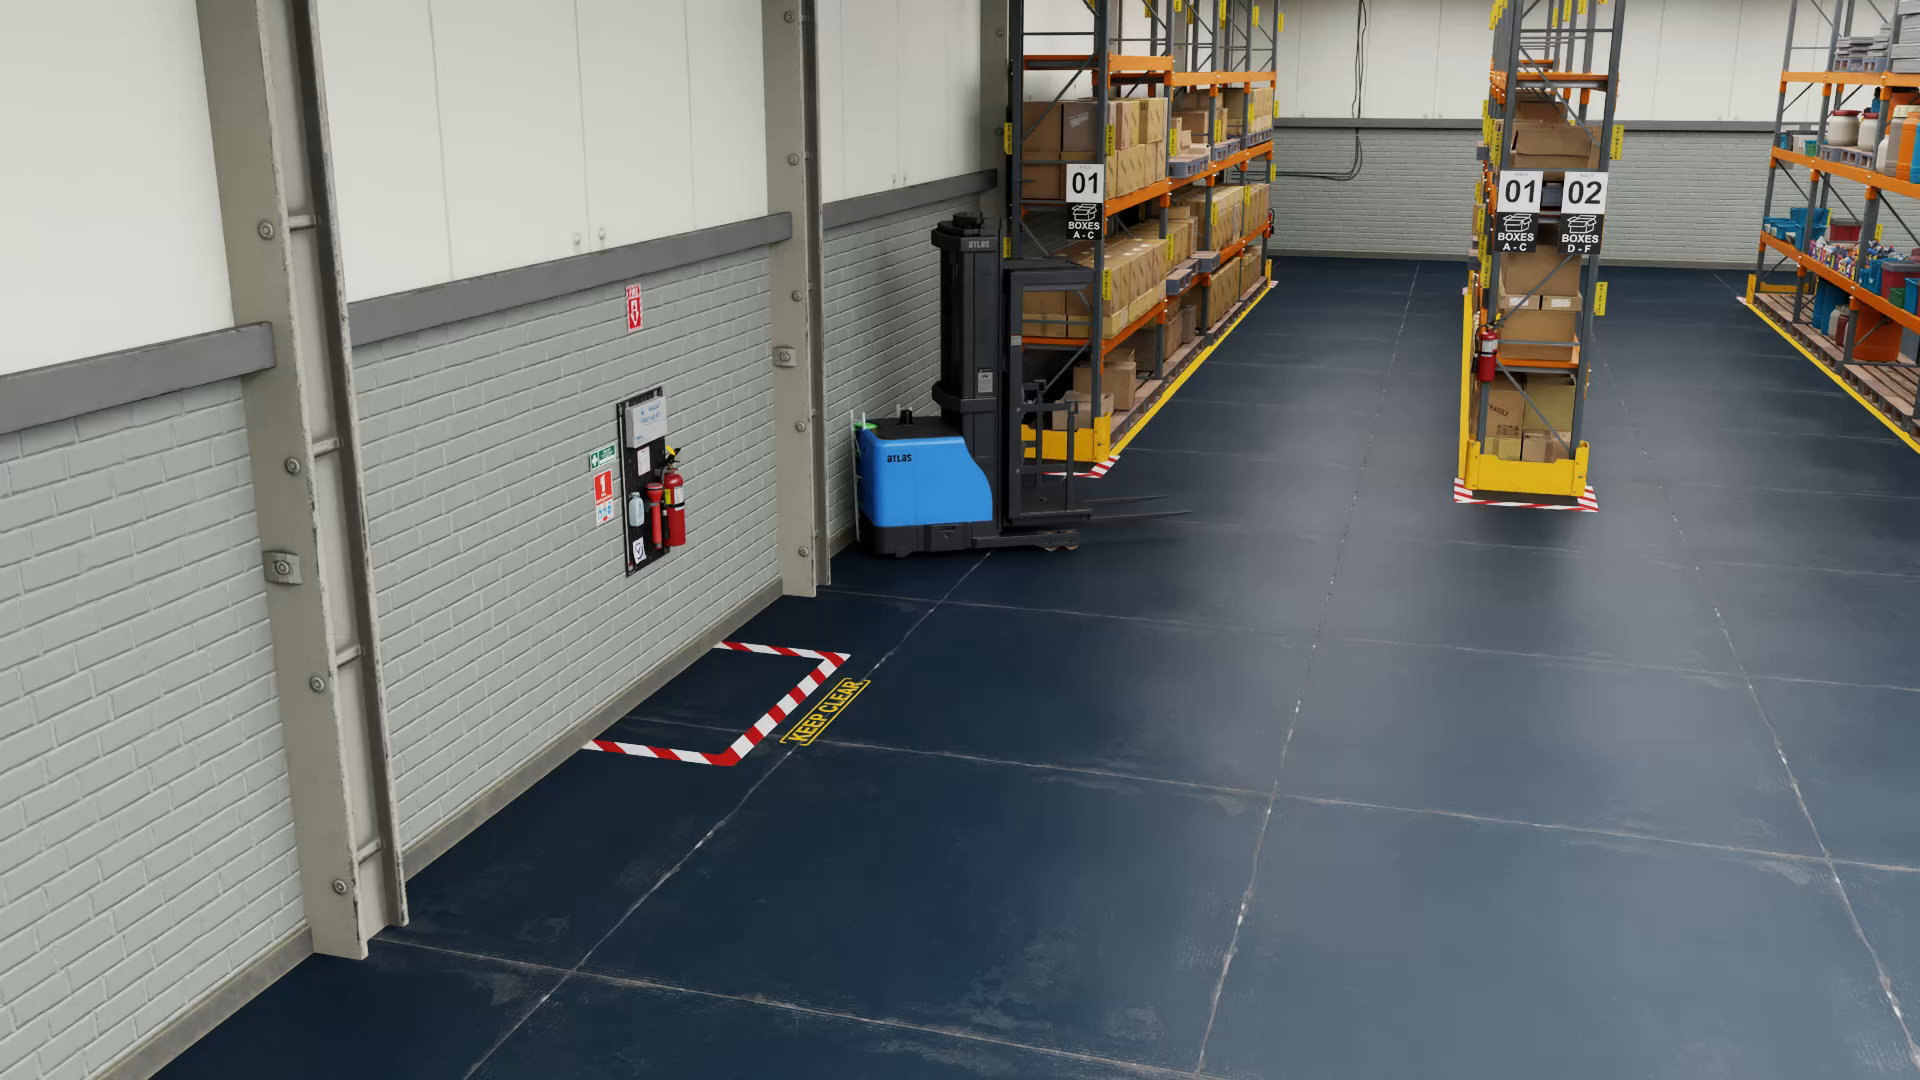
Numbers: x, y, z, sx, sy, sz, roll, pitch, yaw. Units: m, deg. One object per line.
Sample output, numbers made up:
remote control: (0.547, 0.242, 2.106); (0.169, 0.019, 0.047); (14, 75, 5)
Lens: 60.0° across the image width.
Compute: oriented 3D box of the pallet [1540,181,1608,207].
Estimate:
pallet: (6.024, -3.559, 16.964); (1.003, 0.211, 1.213); (5, 16, 16)

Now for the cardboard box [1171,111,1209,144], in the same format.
cardboard box: (3.504, -6.428, 25.930); (0.700, 0.500, 0.500); (4, 16, 13)

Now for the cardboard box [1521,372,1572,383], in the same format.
cardboard box: (6.434, -1.601, 18.292); (0.500, 0.500, 0.500); (5, 16, 16)

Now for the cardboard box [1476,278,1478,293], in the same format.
cardboard box: (8.411, -3.984, 26.199); (0.500, 0.250, 0.500); (4, 16, 15)

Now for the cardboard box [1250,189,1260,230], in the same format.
cardboard box: (5.038, -6.164, 30.937); (0.980, 0.700, 0.700); (4, 16, 13)

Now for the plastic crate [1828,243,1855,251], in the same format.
plastic crate: (14.226, -4.742, 26.845); (0.396, 0.136, 0.243); (5, 16, 16)

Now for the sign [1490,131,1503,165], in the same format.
sign: (5.282, -3.852, 16.358); (0.100, 0.325, 0.005); (5, 16, 16)

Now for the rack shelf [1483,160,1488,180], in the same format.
rack shelf: (8.640, -5.688, 25.629); (1.077, 0.370, 4.000); (5, 16, 16)

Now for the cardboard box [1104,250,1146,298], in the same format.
cardboard box: (1.910, -3.157, 19.748); (0.500, 0.500, 0.500); (5, 17, 18)

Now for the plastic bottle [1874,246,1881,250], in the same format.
plastic bottle: (13.907, -4.314, 25.190); (0.152, 0.276, 0.135); (5, 16, 16)

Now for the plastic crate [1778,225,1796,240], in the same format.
plastic crate: (14.248, -5.262, 28.503); (0.416, 0.233, 0.300); (5, 16, 16)

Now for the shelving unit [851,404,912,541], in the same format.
shelving unit: (-0.692, -0.602, 15.151); (0.503, 1.200, 0.258); (-10, 15, -31)

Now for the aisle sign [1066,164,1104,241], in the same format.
aisle sign: (1.315, -3.567, 17.564); (0.394, 0.787, 0.004); (5, 16, 16)

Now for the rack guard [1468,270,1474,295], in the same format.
rack guard: (10.324, -4.939, 31.746); (1.175, 0.500, 0.348); (5, 16, 16)

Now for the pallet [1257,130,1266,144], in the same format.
pallet: (5.049, -7.430, 30.612); (1.003, 0.211, 1.213); (5, 16, 16)

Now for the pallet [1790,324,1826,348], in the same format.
pallet: (13.697, -3.189, 26.108); (1.003, 0.211, 1.213); (5, 16, 16)

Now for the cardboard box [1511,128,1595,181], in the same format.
cardboard box: (5.966, -3.887, 16.746); (0.797, 0.503, 0.637); (6, 17, 20)

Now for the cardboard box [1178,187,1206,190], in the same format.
cardboard box: (3.935, -5.822, 28.139); (0.500, 0.250, 0.500); (5, 17, 17)

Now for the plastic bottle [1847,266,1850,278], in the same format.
plastic bottle: (12.642, -3.816, 23.569); (0.097, 0.201, 0.097); (0, 16, 0)

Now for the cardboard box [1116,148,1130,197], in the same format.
cardboard box: (1.569, -4.065, 18.367); (0.500, 0.500, 0.500); (6, 17, 20)

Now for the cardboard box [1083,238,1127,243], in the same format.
cardboard box: (1.851, -3.596, 21.296); (0.500, 0.500, 0.500); (4, 16, 15)

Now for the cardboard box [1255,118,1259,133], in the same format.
cardboard box: (5.066, -7.411, 29.708); (0.500, 0.250, 0.500); (4, 16, 15)

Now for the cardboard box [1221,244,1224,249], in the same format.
cardboard box: (4.144, -4.879, 27.377); (0.380, 0.149, 0.250); (5, 17, 18)

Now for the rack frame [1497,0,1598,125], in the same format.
rack frame: (6.935, -5.908, 19.587); (1.000, 3.000, 0.127); (5, 16, 16)

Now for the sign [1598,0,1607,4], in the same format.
sign: (7.460, -6.384, 19.264); (0.100, 0.325, 0.005); (5, 16, 16)

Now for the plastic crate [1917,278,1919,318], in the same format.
plastic crate: (11.527, -2.818, 19.570); (0.402, 0.464, 0.583); (5, 16, 16)

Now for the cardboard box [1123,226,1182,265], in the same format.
cardboard box: (2.685, -4.115, 23.273); (0.700, 0.500, 0.500); (7, 17, 24)

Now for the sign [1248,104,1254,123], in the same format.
sign: (4.981, -7.301, 28.474); (0.100, 0.325, 0.005); (5, 16, 16)

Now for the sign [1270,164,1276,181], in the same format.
sign: (6.111, -7.170, 32.474); (0.100, 0.325, 0.005); (5, 16, 16)

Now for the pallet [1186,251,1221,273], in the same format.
pallet: (3.221, -4.164, 24.786); (1.213, 0.211, 1.003); (5, 16, 16)

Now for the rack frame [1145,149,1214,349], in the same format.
rack frame: (3.321, -4.451, 25.446); (1.000, 3.000, 0.127); (5, 16, 16)

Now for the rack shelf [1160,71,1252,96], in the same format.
rack shelf: (3.890, -7.322, 26.625); (1.077, 0.370, 4.000); (5, 16, 16)

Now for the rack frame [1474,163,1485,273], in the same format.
rack frame: (10.345, -6.161, 31.475); (1.000, 3.000, 0.127); (5, 16, 16)

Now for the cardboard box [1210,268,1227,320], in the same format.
cardboard box: (3.911, -4.030, 27.131); (0.750, 0.750, 0.750); (5, 16, 16)

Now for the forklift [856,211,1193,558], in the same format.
forklift: (0.605, -1.450, 14.991); (3.031, 2.935, 1.130); (-4, 16, -13)

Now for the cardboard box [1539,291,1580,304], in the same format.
cardboard box: (6.189, -2.491, 17.162); (0.380, 0.149, 0.250); (4, 16, 14)

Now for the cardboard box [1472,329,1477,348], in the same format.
cardboard box: (7.207, -2.697, 22.503); (0.500, 0.311, 0.500); (4, 16, 15)

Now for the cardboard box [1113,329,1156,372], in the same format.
cardboard box: (2.378, -2.608, 22.721); (0.700, 0.500, 0.500); (5, 17, 18)

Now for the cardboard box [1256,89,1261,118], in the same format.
cardboard box: (5.069, -7.779, 29.631); (0.500, 0.500, 0.500); (4, 16, 15)

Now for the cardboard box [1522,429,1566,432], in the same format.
cardboard box: (6.302, -1.108, 17.930); (0.500, 0.250, 0.500); (5, 16, 16)

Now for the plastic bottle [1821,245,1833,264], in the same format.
plastic bottle: (13.197, -4.336, 25.267); (0.152, 0.276, 0.135); (5, 16, 16)

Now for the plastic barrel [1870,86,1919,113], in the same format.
plastic barrel: (13.618, -6.157, 24.276); (0.600, 0.901, 0.708); (5, 16, 16)

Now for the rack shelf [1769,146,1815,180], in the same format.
rack shelf: (14.525, -6.350, 27.961); (1.077, 0.370, 4.000); (5, 16, 16)

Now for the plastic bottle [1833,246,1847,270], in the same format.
plastic bottle: (12.936, -4.136, 24.424); (0.144, 0.351, 0.185); (5, 16, 16)

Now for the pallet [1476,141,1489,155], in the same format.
pallet: (8.956, -6.302, 26.819); (1.213, 0.211, 1.003); (5, 16, 16)

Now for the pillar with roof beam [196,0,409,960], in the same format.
pillar with roof beam: (1.135, -2.021, 5.885); (9.100, 9.000, 0.400); (5, 16, 16)

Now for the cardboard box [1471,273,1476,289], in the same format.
cardboard box: (9.777, -4.799, 30.905); (0.500, 0.250, 0.500); (5, 16, 16)

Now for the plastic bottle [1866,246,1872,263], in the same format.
plastic bottle: (13.782, -4.317, 25.208); (0.097, 0.271, 0.097); (0, 16, 0)

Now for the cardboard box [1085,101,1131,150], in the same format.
cardboard box: (1.581, -4.549, 18.243); (0.500, 0.500, 0.500); (4, 16, 15)

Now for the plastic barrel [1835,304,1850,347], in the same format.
plastic barrel: (13.263, -3.150, 24.507); (0.600, 0.588, 0.708); (5, 16, 16)

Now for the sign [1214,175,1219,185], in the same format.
sign: (5.064, -7.043, 32.854); (0.100, 0.325, 0.005); (5, 16, 16)

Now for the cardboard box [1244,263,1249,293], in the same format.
cardboard box: (4.915, -4.816, 30.544); (0.700, 0.500, 0.500); (4, 16, 15)
